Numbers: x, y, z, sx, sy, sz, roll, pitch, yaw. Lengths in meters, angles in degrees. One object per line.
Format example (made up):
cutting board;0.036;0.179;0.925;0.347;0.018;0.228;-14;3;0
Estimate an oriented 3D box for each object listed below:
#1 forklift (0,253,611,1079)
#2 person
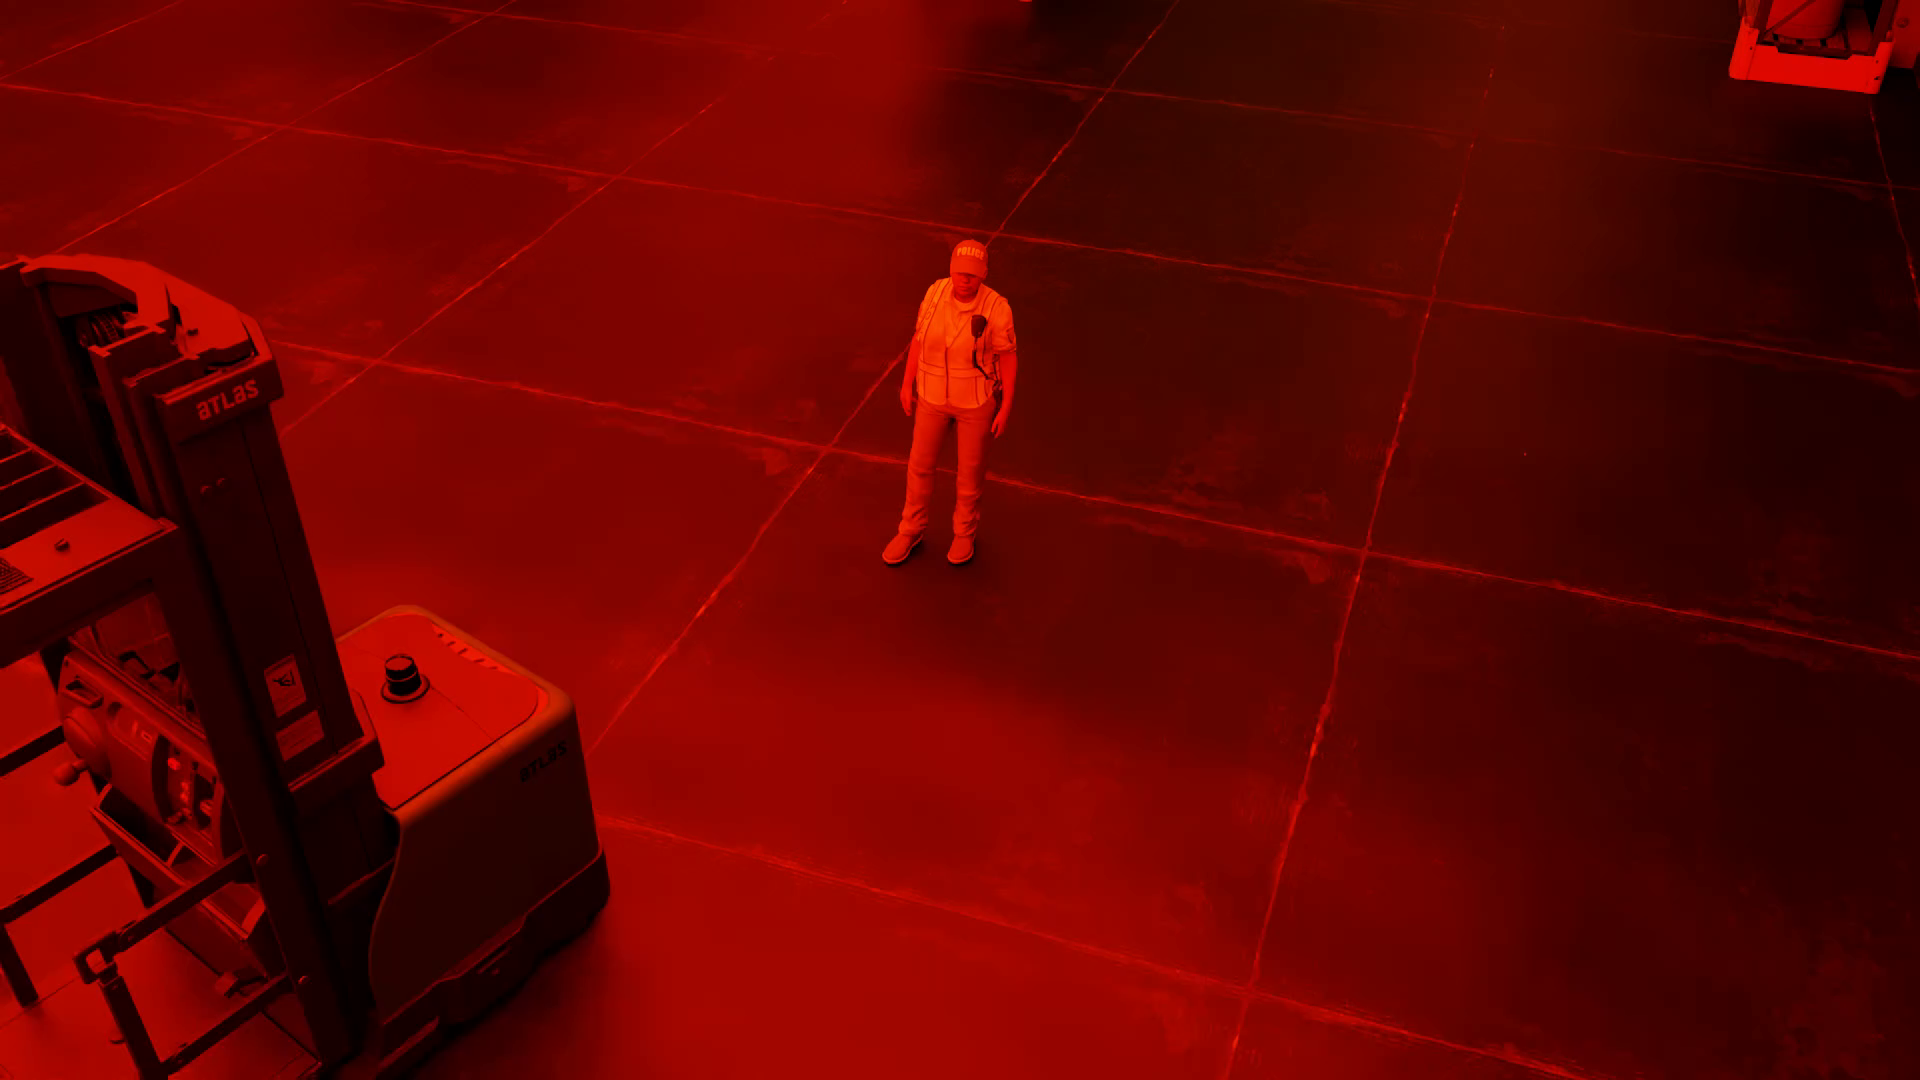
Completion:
forklift;-2.679;0.749;5.054;1.130;2.935;3.031;24;42;30
person;-0.047;-0.649;8.106;0.598;1.670;0.529;12;37;16
